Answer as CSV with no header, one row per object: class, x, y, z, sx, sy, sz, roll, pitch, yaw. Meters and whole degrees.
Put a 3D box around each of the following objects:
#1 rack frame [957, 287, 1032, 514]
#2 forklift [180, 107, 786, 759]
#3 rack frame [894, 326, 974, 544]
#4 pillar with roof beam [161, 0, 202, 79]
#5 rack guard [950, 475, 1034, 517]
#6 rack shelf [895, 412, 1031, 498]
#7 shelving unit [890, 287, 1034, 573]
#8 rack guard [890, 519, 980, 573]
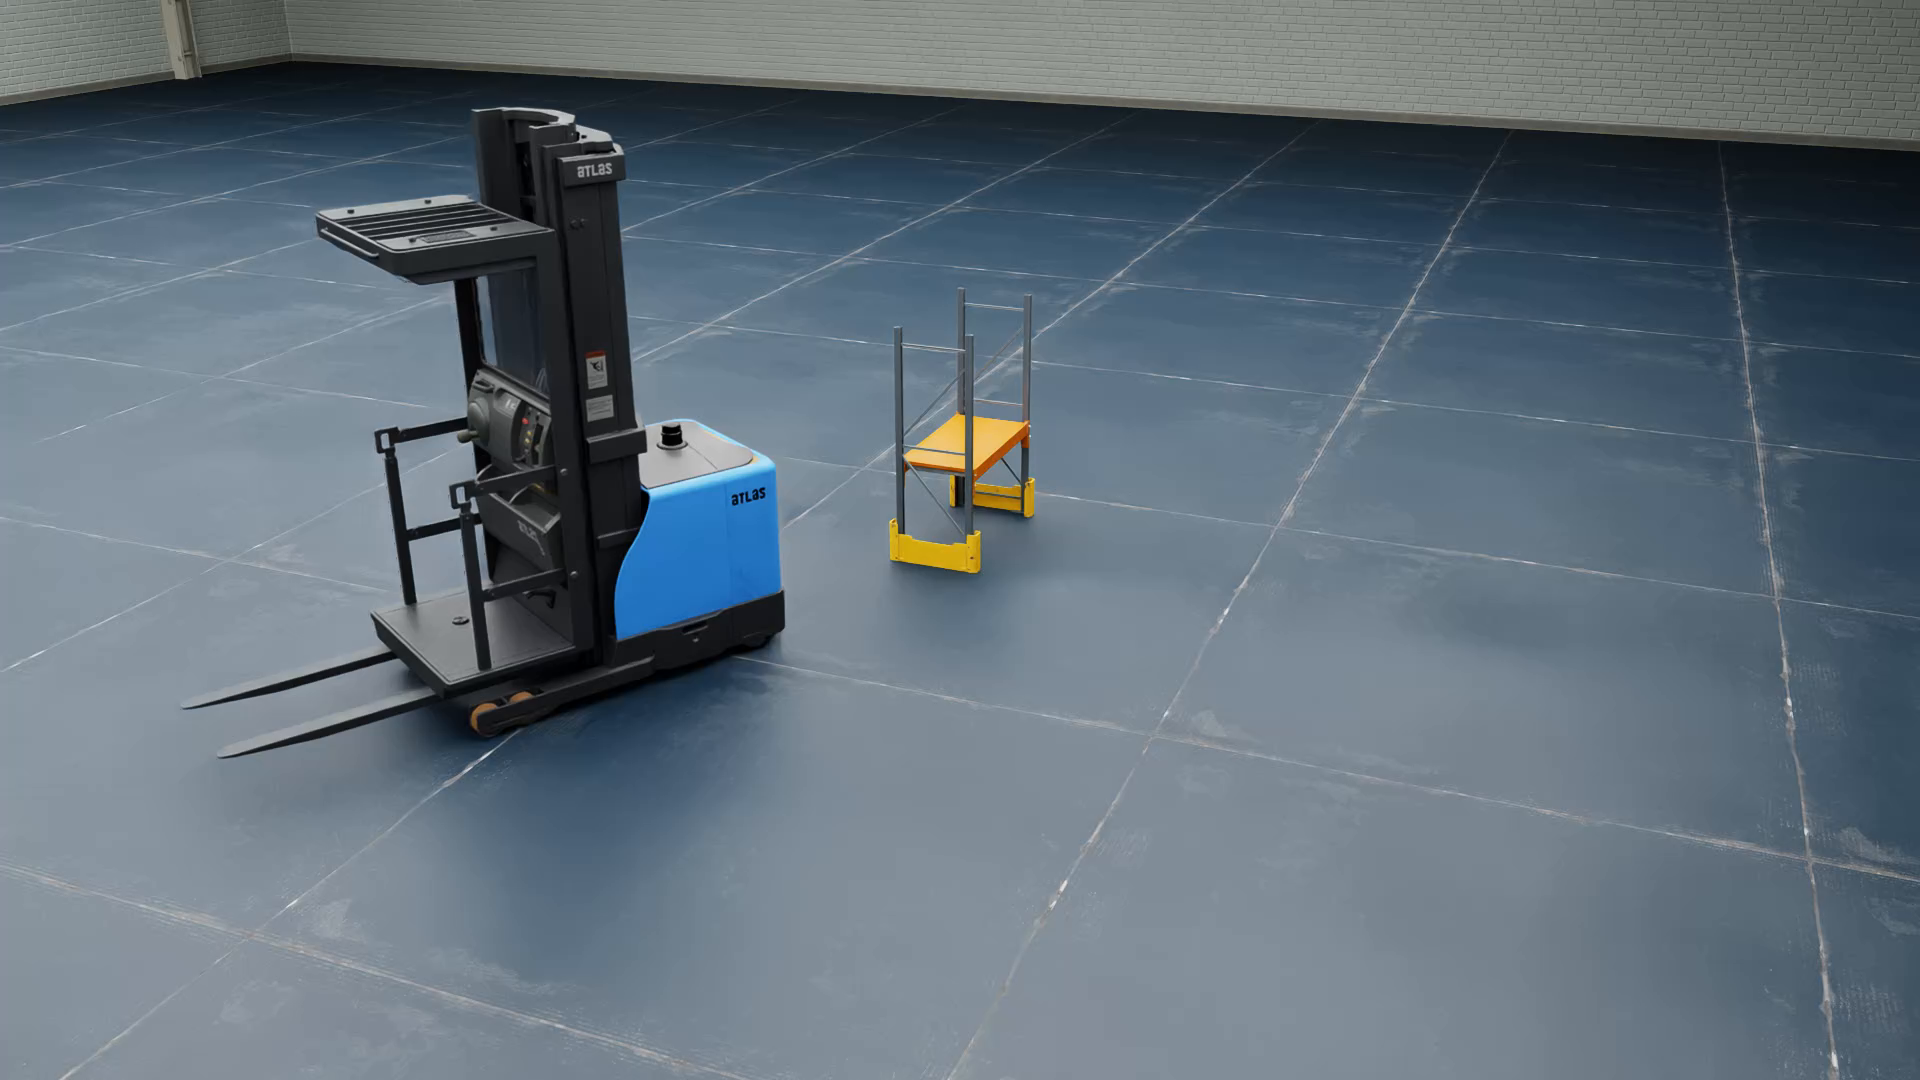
rack frame,0.221,-0.904,10.970,0.500,1.500,0.032,9,24,20
forklift,-2.460,-0.591,8.362,3.031,2.935,1.130,-17,28,-35
rack frame,-0.157,-0.541,10.098,0.500,1.500,0.032,9,24,20
pillar with roof beam,-10.919,-12.470,28.929,9.100,9.000,0.400,9,24,20
rack guard,0.213,-0.321,11.194,0.587,0.250,0.087,9,24,20
rack shelf,0.032,-0.557,10.603,0.538,0.185,1.000,9,24,20
shelving unit,0.028,-0.719,10.526,0.587,1.500,1.083,9,24,20
rack guard,-0.157,0.036,10.340,0.587,0.250,0.087,9,24,20
